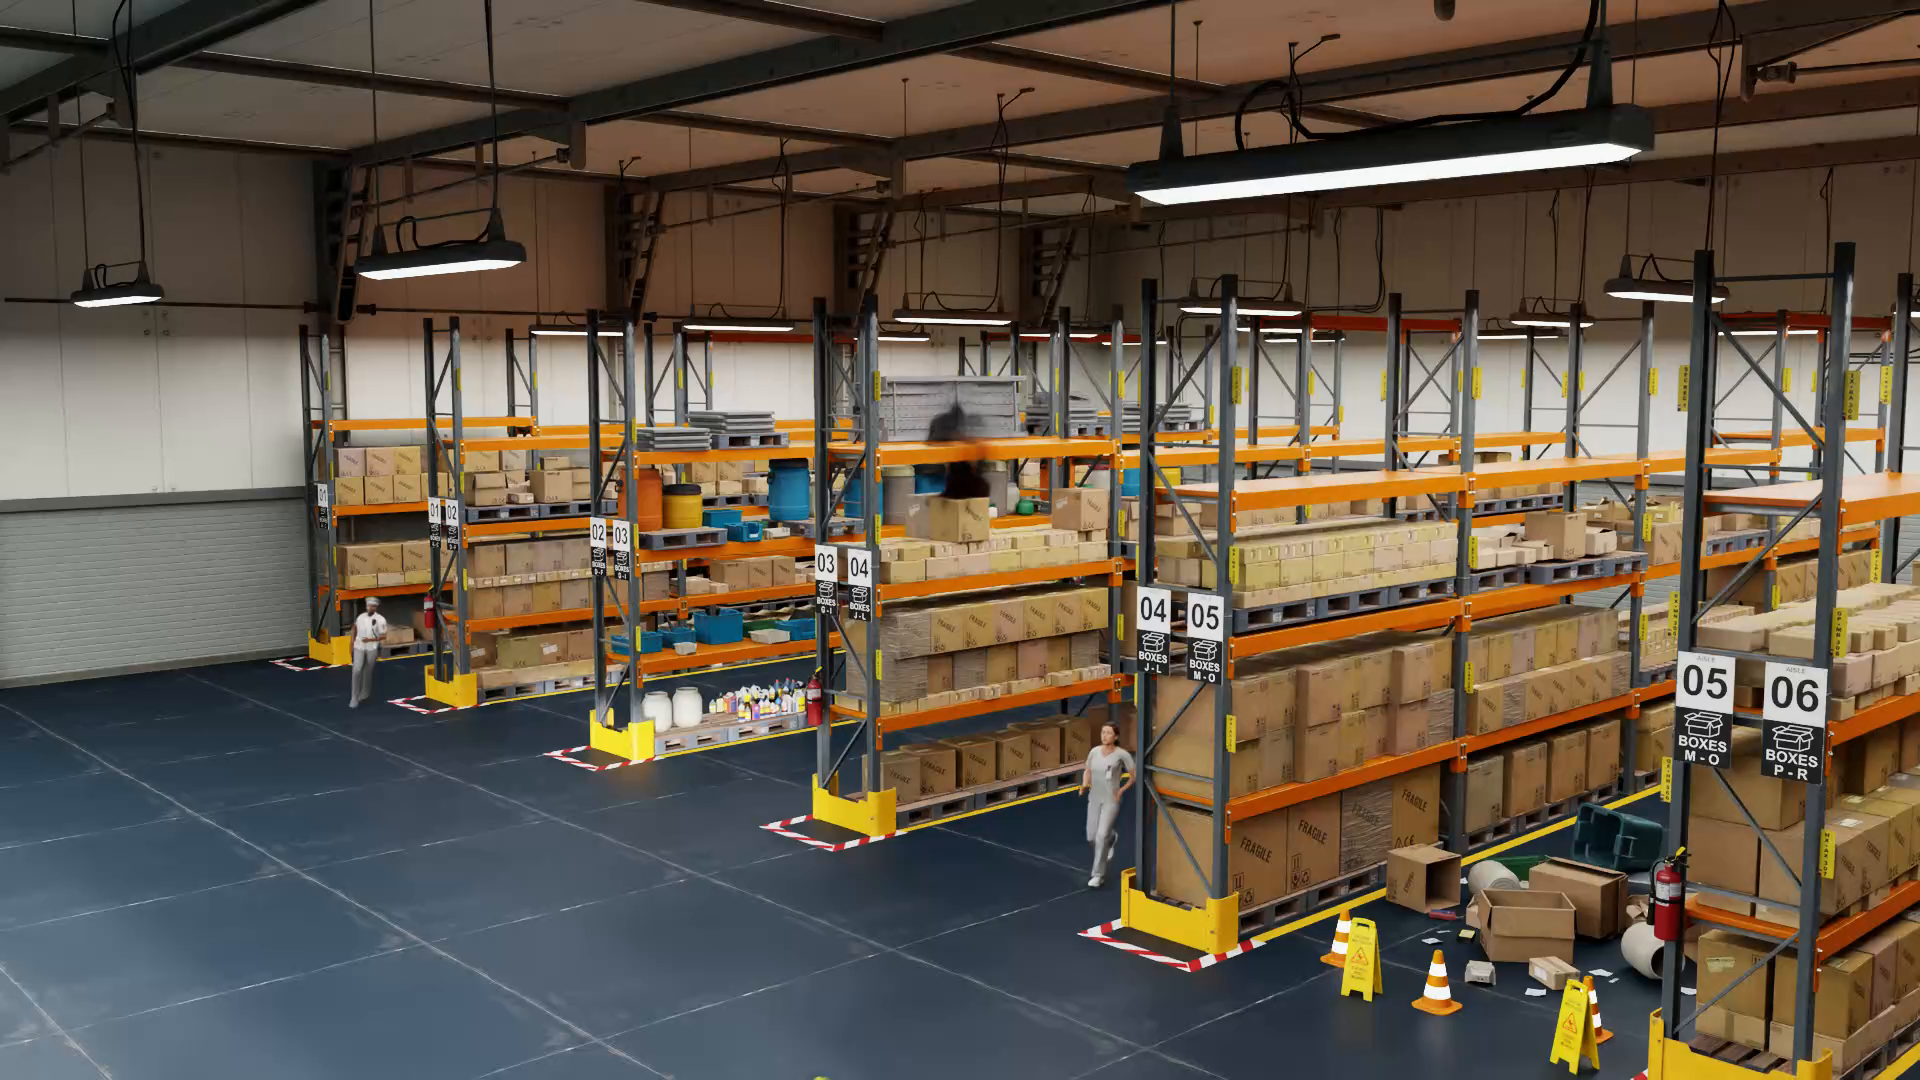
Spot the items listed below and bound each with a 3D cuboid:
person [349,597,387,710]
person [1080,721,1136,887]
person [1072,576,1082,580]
[{"bbox_3d":[-9.190,1.721,25.813,0.573,1.693,0.740,-1,6,-8],"label":"person"},{"bbox_3d":[1.493,2.649,16.886,0.564,1.621,0.768,3,7,28],"label":"person"},{"bbox_3d":[2.382,0.990,32.696,0.664,1.790,0.892,4,7,35],"label":"person"}]
